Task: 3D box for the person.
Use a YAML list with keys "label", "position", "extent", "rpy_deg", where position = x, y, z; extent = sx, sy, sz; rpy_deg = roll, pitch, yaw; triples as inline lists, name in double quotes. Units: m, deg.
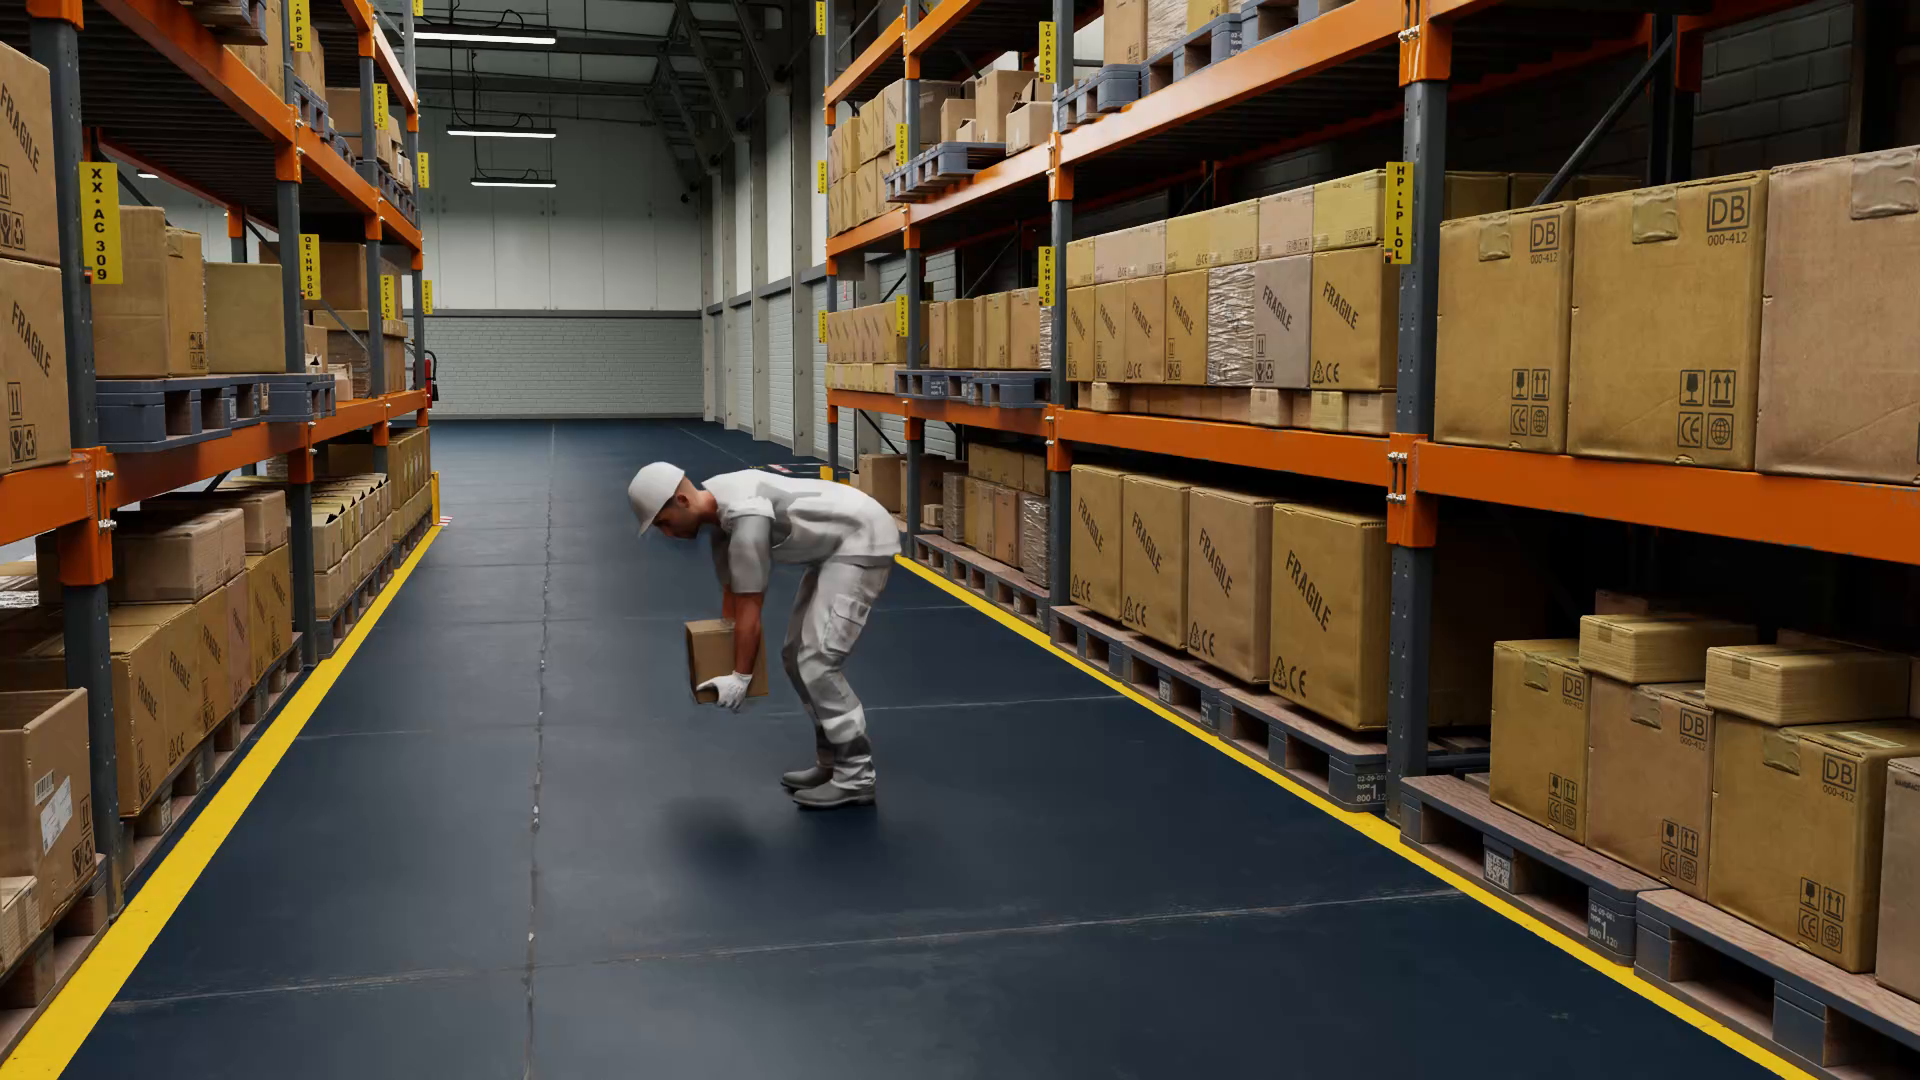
- label: "person"
  position: [-0.684, 0.326, 5.891]
  extent: [0.949, 1.218, 0.493]
  rpy_deg: [-2, 6, -15]
